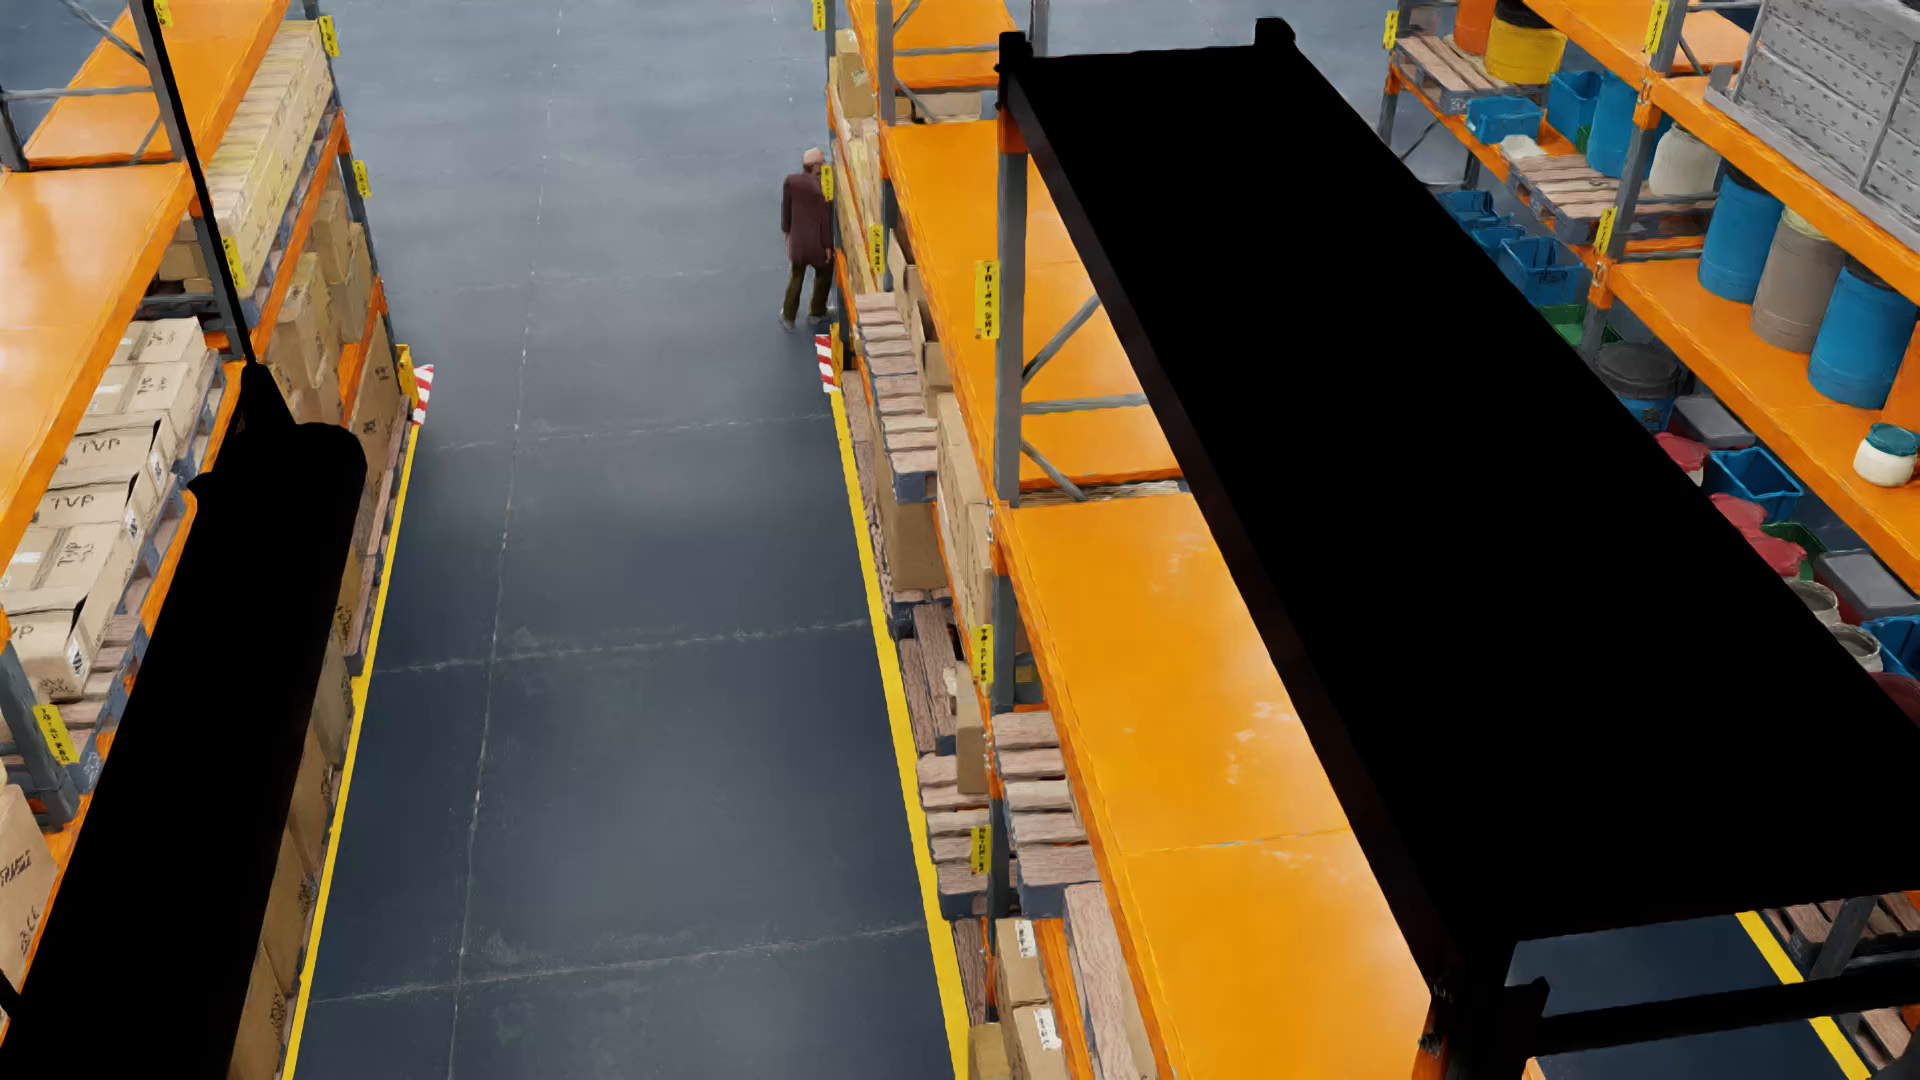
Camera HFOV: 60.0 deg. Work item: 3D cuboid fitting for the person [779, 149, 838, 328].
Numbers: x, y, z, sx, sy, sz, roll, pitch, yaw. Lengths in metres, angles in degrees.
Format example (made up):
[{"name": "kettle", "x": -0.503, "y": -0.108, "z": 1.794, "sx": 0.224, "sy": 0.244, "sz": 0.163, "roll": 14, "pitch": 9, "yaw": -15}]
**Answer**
[{"name": "person", "x": -1.470, "y": -2.864, "z": 15.871, "sx": 0.616, "sy": 1.766, "sz": 0.628, "roll": 19, "pitch": 41, "yaw": 24}]
